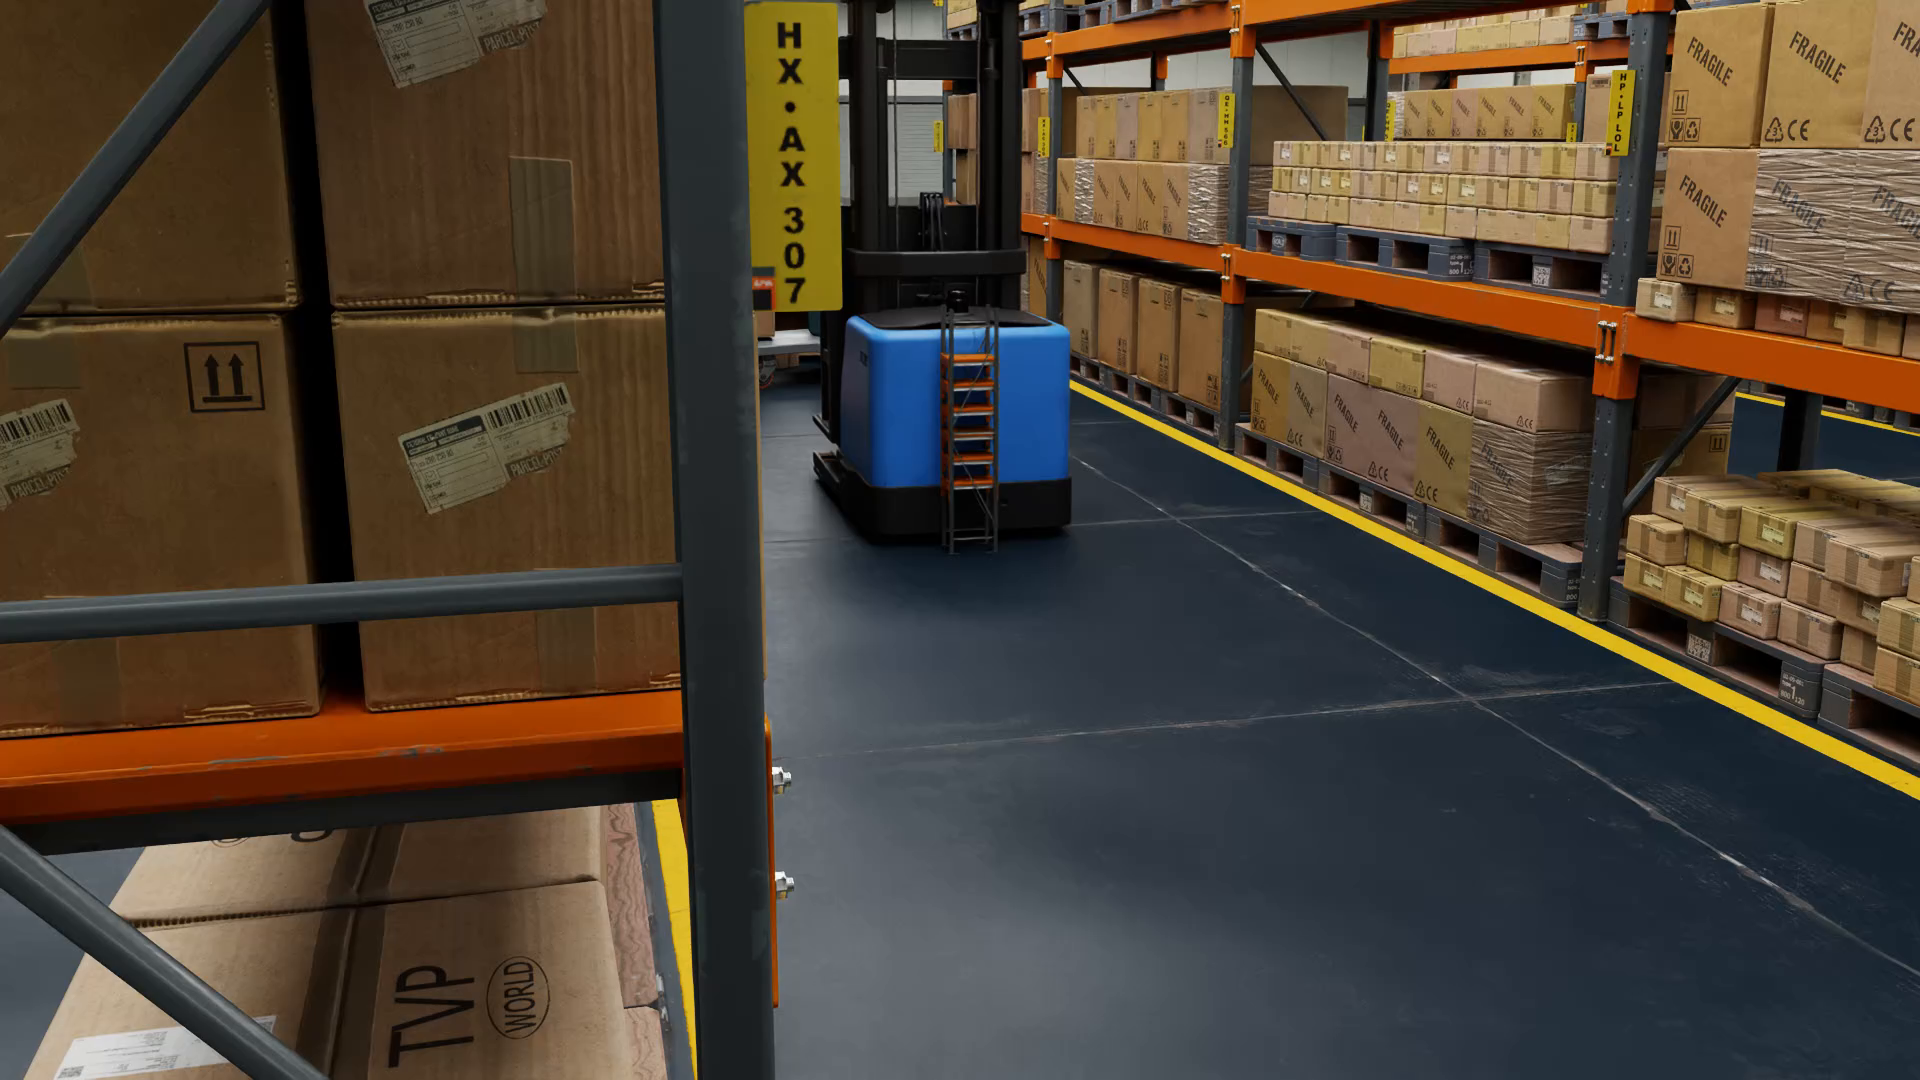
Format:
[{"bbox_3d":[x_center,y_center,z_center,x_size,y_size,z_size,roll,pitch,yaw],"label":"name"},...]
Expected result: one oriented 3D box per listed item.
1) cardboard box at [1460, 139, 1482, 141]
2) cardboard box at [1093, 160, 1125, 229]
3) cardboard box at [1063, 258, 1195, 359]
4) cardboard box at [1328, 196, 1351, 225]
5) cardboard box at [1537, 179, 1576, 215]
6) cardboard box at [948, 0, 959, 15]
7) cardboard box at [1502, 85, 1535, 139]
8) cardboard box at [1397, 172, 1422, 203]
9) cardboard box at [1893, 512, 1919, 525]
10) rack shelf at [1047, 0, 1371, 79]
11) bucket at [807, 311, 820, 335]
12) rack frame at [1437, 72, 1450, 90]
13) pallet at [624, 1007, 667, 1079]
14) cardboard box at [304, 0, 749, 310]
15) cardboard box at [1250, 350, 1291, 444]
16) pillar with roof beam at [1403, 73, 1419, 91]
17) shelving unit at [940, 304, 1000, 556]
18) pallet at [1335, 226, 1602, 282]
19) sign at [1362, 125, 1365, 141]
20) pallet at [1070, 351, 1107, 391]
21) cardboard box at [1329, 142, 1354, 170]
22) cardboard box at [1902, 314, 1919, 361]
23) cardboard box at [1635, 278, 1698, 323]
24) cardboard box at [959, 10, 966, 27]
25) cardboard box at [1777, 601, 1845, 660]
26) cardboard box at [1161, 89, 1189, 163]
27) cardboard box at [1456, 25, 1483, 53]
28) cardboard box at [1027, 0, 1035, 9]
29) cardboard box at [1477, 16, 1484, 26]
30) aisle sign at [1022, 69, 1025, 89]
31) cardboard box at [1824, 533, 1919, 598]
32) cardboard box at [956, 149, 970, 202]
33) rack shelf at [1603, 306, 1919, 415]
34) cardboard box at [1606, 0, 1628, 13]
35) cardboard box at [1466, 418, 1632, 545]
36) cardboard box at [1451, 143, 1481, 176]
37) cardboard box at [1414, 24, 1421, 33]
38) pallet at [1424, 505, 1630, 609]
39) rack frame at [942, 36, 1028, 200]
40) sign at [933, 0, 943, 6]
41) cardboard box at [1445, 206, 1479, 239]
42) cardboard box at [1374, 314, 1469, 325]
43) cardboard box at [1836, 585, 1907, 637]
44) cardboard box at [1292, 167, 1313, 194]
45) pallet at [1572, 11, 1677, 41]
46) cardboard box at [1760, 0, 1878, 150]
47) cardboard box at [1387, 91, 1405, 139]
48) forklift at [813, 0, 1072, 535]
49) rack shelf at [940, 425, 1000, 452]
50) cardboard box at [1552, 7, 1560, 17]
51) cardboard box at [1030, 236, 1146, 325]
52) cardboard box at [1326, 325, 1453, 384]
[{"bbox_3d":[5.673,-3.888,17.183,0.875,0.500,0.500,-3,14,-13],"label":"cardboard box"},{"bbox_3d":[1.345,-2.670,12.825,0.500,0.500,0.500,-3,14,-13],"label":"cardboard box"},{"bbox_3d":[1.482,-1.963,13.996,1.050,0.750,0.750,-3,14,-13],"label":"cardboard box"},{"bbox_3d":[2.289,-1.848,9.316,0.380,0.149,0.250,-3,14,-11],"label":"cardboard box"},{"bbox_3d":[2.780,-1.512,7.314,0.380,0.149,0.250,-3,14,-13],"label":"cardboard box"},{"bbox_3d":[0.174,-5.568,17.172,0.500,0.250,0.500,-3,14,-13],"label":"cardboard box"},{"bbox_3d":[5.602,-4.125,16.048,0.500,0.500,0.500,-3,14,-13],"label":"cardboard box"},{"bbox_3d":[2.478,-1.812,8.540,0.380,0.149,0.250,-3,14,-11],"label":"cardboard box"},{"bbox_3d":[3.614,-0.007,6.003,0.380,0.149,0.250,-3,14,-11],"label":"cardboard box"},{"bbox_3d":[1.719,-3.636,12.185,1.077,0.370,4.000,-3,14,-13],"label":"rack shelf"},{"bbox_3d":[-1.024,-2.041,14.155,0.726,0.611,0.620,2,24,6],"label":"bucket"},{"bbox_3d":[5.155,-4.166,19.157,1.000,3.000,0.127,-3,14,-13],"label":"rack frame"},{"bbox_3d":[-0.984,1.252,2.856,1.003,0.211,1.213,-3,14,-13],"label":"pallet"},{"bbox_3d":[-0.556,-0.583,2.176,0.500,0.500,0.500,-4,14,-14],"label":"cardboard box"},{"bbox_3d":[2.107,-0.879,10.088,0.500,0.500,0.500,-4,14,-16],"label":"cardboard box"},{"bbox_3d":[9.374,-14.476,48.718,9.100,9.000,0.400,-3,14,-13],"label":"pillar with roof beam"},{"bbox_3d":[0.047,-0.533,8.081,0.258,1.200,0.189,-3,14,-12],"label":"shelving unit"},{"bbox_3d":[2.693,-1.519,8.730,1.003,0.211,1.213,-3,14,-13],"label":"pallet"},{"bbox_3d":[4.627,-4.556,18.931,0.100,0.325,0.005,-3,14,-13],"label":"sign"},{"bbox_3d":[1.504,-1.461,13.964,1.003,0.211,1.213,-3,14,-13],"label":"pallet"},{"bbox_3d":[2.290,-2.141,9.260,0.380,0.149,0.250,-4,14,-16],"label":"cardboard box"},{"bbox_3d":[3.233,-0.637,5.245,0.380,0.149,0.250,-3,14,-11],"label":"cardboard box"},{"bbox_3d":[2.877,-0.939,6.478,0.380,0.149,0.250,-3,14,-11],"label":"cardboard box"},{"bbox_3d":[0.198,-5.287,16.859,0.380,0.149,0.250,-3,14,-13],"label":"cardboard box"},{"bbox_3d":[3.181,0.310,5.959,0.380,0.149,0.250,-4,14,-14],"label":"cardboard box"},{"bbox_3d":[1.850,-2.940,11.824,0.700,0.500,0.500,-4,14,-14],"label":"cardboard box"},{"bbox_3d":[5.383,-5.071,16.861,0.500,0.250,0.500,-3,14,-12],"label":"cardboard box"},{"bbox_3d":[0.793,-4.702,14.465,0.380,0.149,0.250,-3,14,-12],"label":"cardboard box"},{"bbox_3d":[5.445,-5.251,16.754,0.380,0.149,0.250,-4,14,-15],"label":"cardboard box"},{"bbox_3d":[0.585,-5.208,17.948,0.394,0.787,0.004,-3,14,-13],"label":"aisle sign"},{"bbox_3d":[3.186,0.083,5.634,0.380,0.149,0.250,-3,14,-12],"label":"cardboard box"},{"bbox_3d":[0.441,-3.902,17.763,0.875,0.550,0.550,-3,14,-13],"label":"cardboard box"},{"bbox_3d":[3.598,-0.333,4.987,1.077,0.370,4.000,-3,14,-13],"label":"rack shelf"},{"bbox_3d":[6.108,-4.840,14.496,0.797,0.503,0.637,-4,14,-16],"label":"cardboard box"},{"bbox_3d":[2.709,-0.291,7.678,0.500,0.500,0.500,-4,14,-14],"label":"cardboard box"},{"bbox_3d":[2.605,-1.836,8.013,0.380,0.149,0.250,-4,14,-15],"label":"cardboard box"},{"bbox_3d":[5.141,-5.551,17.982,0.380,0.149,0.250,-4,14,-14],"label":"cardboard box"},{"bbox_3d":[2.944,0.031,7.856,1.003,0.211,1.213,-3,14,-13],"label":"pallet"},{"bbox_3d":[0.310,-3.912,18.121,1.000,3.000,0.127,-3,14,-13],"label":"rack frame"},{"bbox_3d":[-0.231,-5.803,17.531,0.100,0.325,0.005,-3,14,-13],"label":"sign"},{"bbox_3d":[2.595,-1.546,8.079,0.380,0.149,0.250,-4,14,-16],"label":"cardboard box"},{"bbox_3d":[2.733,-1.162,9.665,0.500,0.250,0.500,-3,14,-12],"label":"cardboard box"},{"bbox_3d":[3.243,0.228,5.667,0.380,0.149,0.250,-3,14,-11],"label":"cardboard box"},{"bbox_3d":[2.173,-2.108,9.754,0.380,0.149,0.250,-3,14,-10],"label":"cardboard box"},{"bbox_3d":[6.136,-4.460,14.439,1.213,0.211,1.003,-3,14,-13],"label":"pallet"},{"bbox_3d":[3.134,-1.587,5.657,0.500,0.500,0.500,-4,14,-15],"label":"cardboard box"},{"bbox_3d":[5.019,-4.702,18.410,0.500,0.500,0.500,-3,14,-13],"label":"cardboard box"},{"bbox_3d":[-0.255,-1.750,9.415,1.130,2.935,3.031,-3,14,-12],"label":"forklift"},{"bbox_3d":[0.047,-0.490,8.092,0.258,0.103,0.180,-3,14,-12],"label":"rack shelf"},{"bbox_3d":[5.763,-4.946,15.509,0.380,0.149,0.250,-3,14,-13],"label":"cardboard box"},{"bbox_3d":[1.170,-2.311,15.156,0.875,0.875,0.875,-3,14,-12],"label":"cardboard box"},{"bbox_3d":[2.338,-1.017,9.070,0.500,0.250,0.500,-3,14,-13],"label":"cardboard box"}]
